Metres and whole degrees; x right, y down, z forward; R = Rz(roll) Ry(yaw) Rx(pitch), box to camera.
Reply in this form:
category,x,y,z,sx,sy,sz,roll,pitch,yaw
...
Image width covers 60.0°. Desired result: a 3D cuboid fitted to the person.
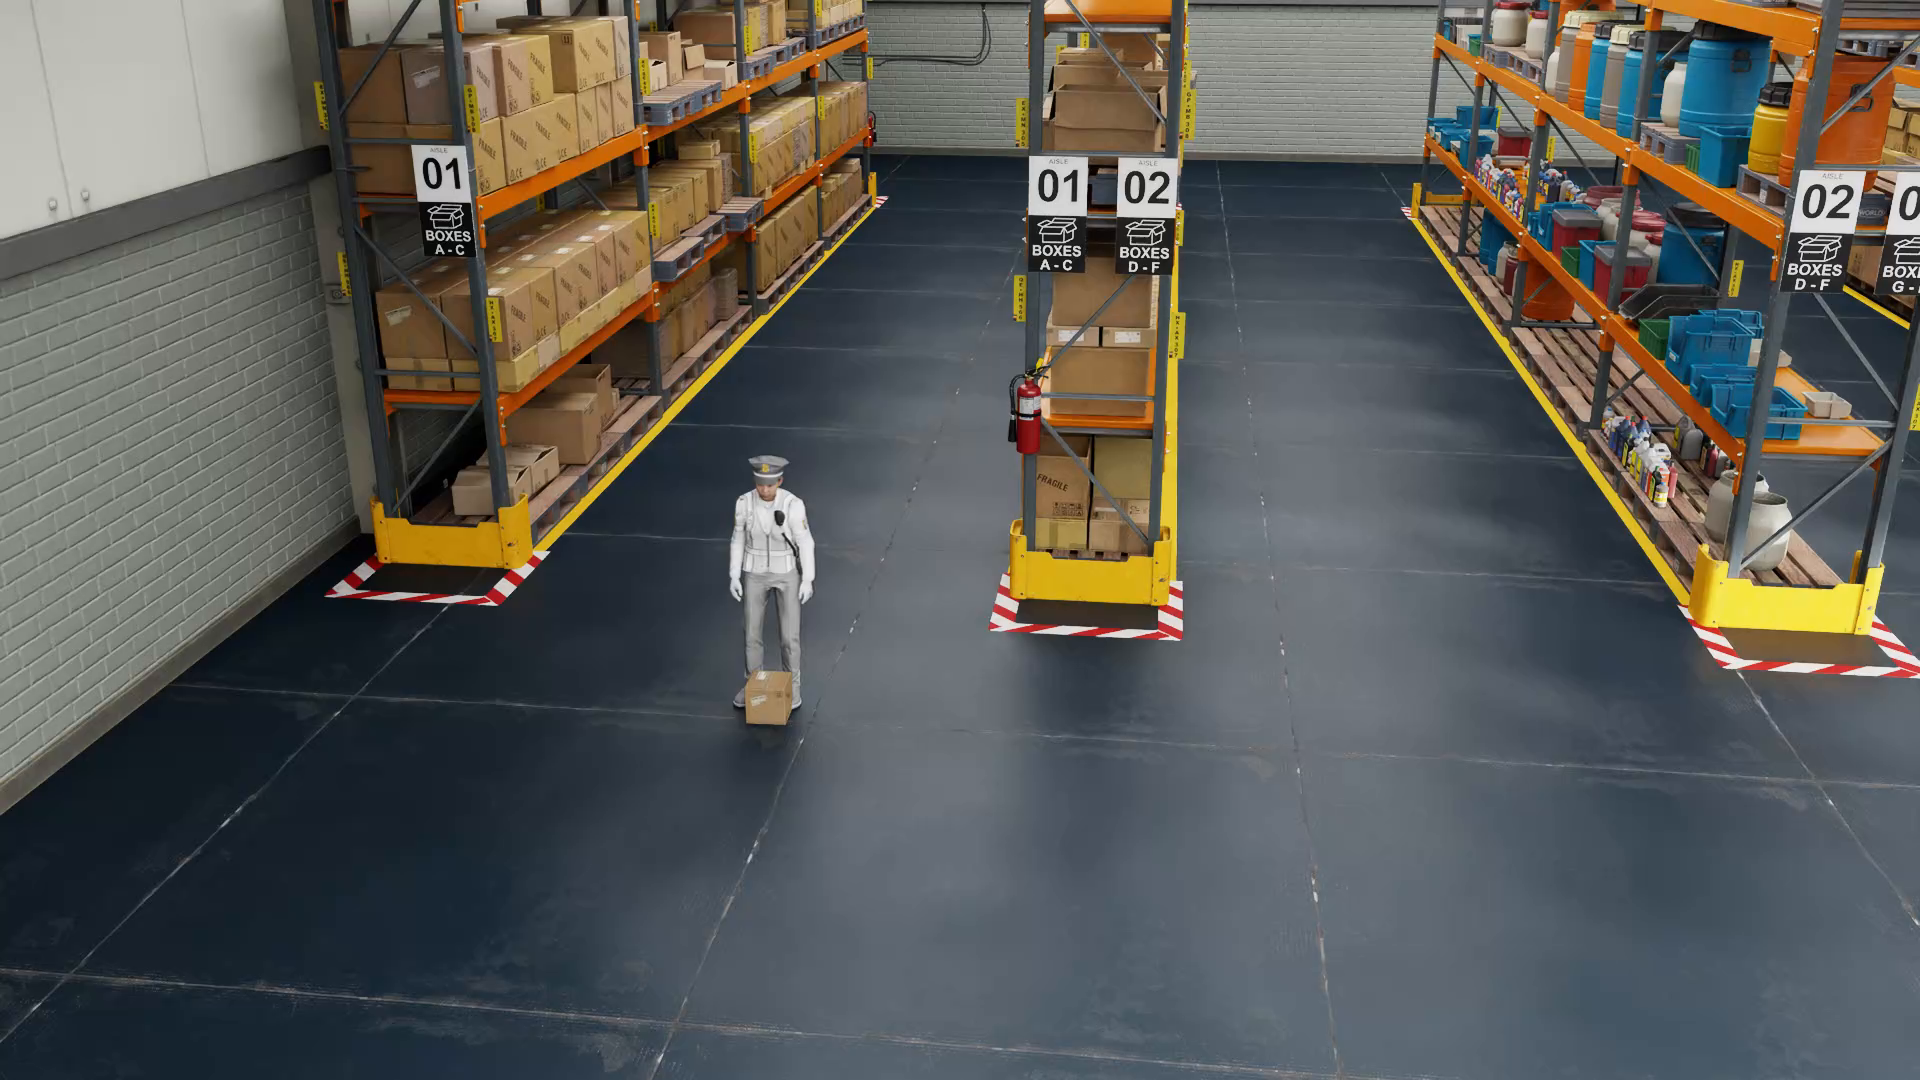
category,x,y,z,sx,sy,sz,roll,pitch,yaw
person,-1.179,0.250,10.438,0.538,1.663,0.378,2,21,5
